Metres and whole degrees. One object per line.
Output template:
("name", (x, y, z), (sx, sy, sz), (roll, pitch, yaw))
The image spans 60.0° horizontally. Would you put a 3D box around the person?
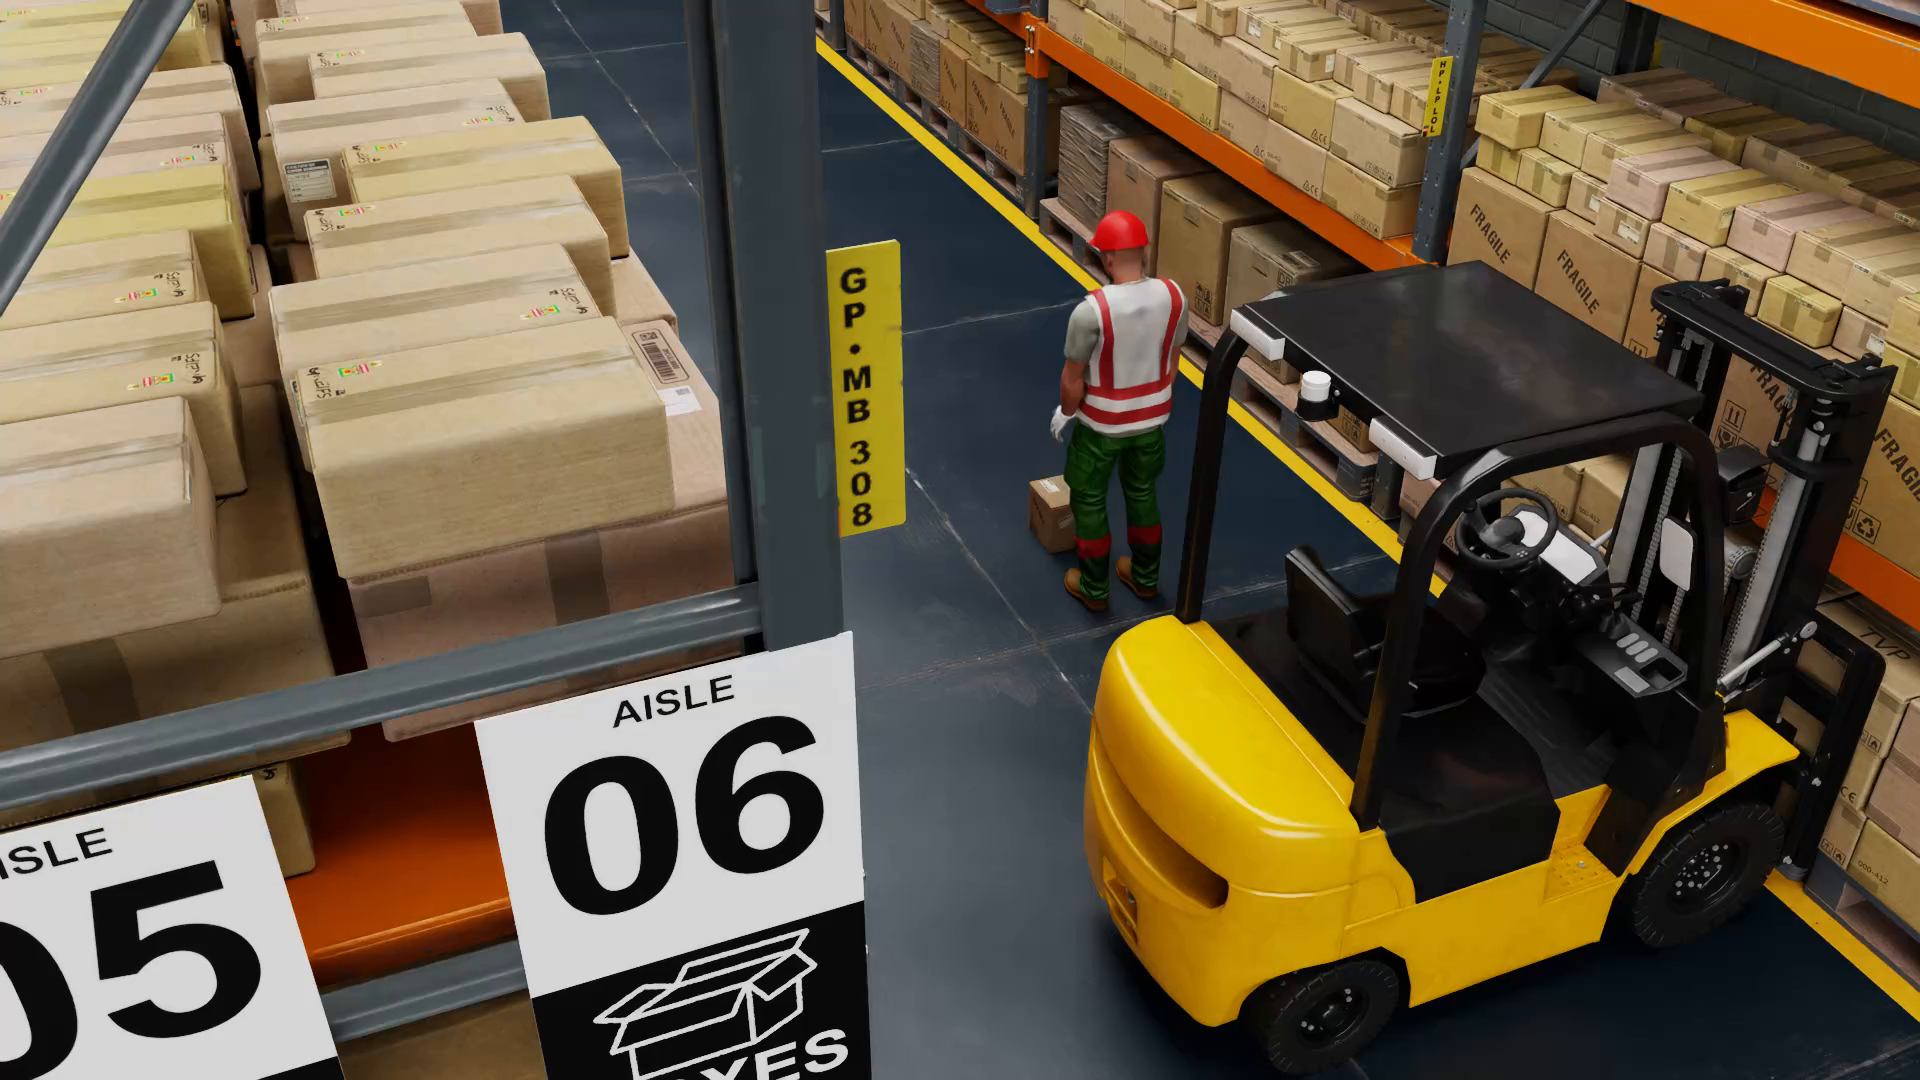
("person", (0.647, -0.518, 6.926), (0.531, 1.770, 0.377), (-12, 35, -18))
